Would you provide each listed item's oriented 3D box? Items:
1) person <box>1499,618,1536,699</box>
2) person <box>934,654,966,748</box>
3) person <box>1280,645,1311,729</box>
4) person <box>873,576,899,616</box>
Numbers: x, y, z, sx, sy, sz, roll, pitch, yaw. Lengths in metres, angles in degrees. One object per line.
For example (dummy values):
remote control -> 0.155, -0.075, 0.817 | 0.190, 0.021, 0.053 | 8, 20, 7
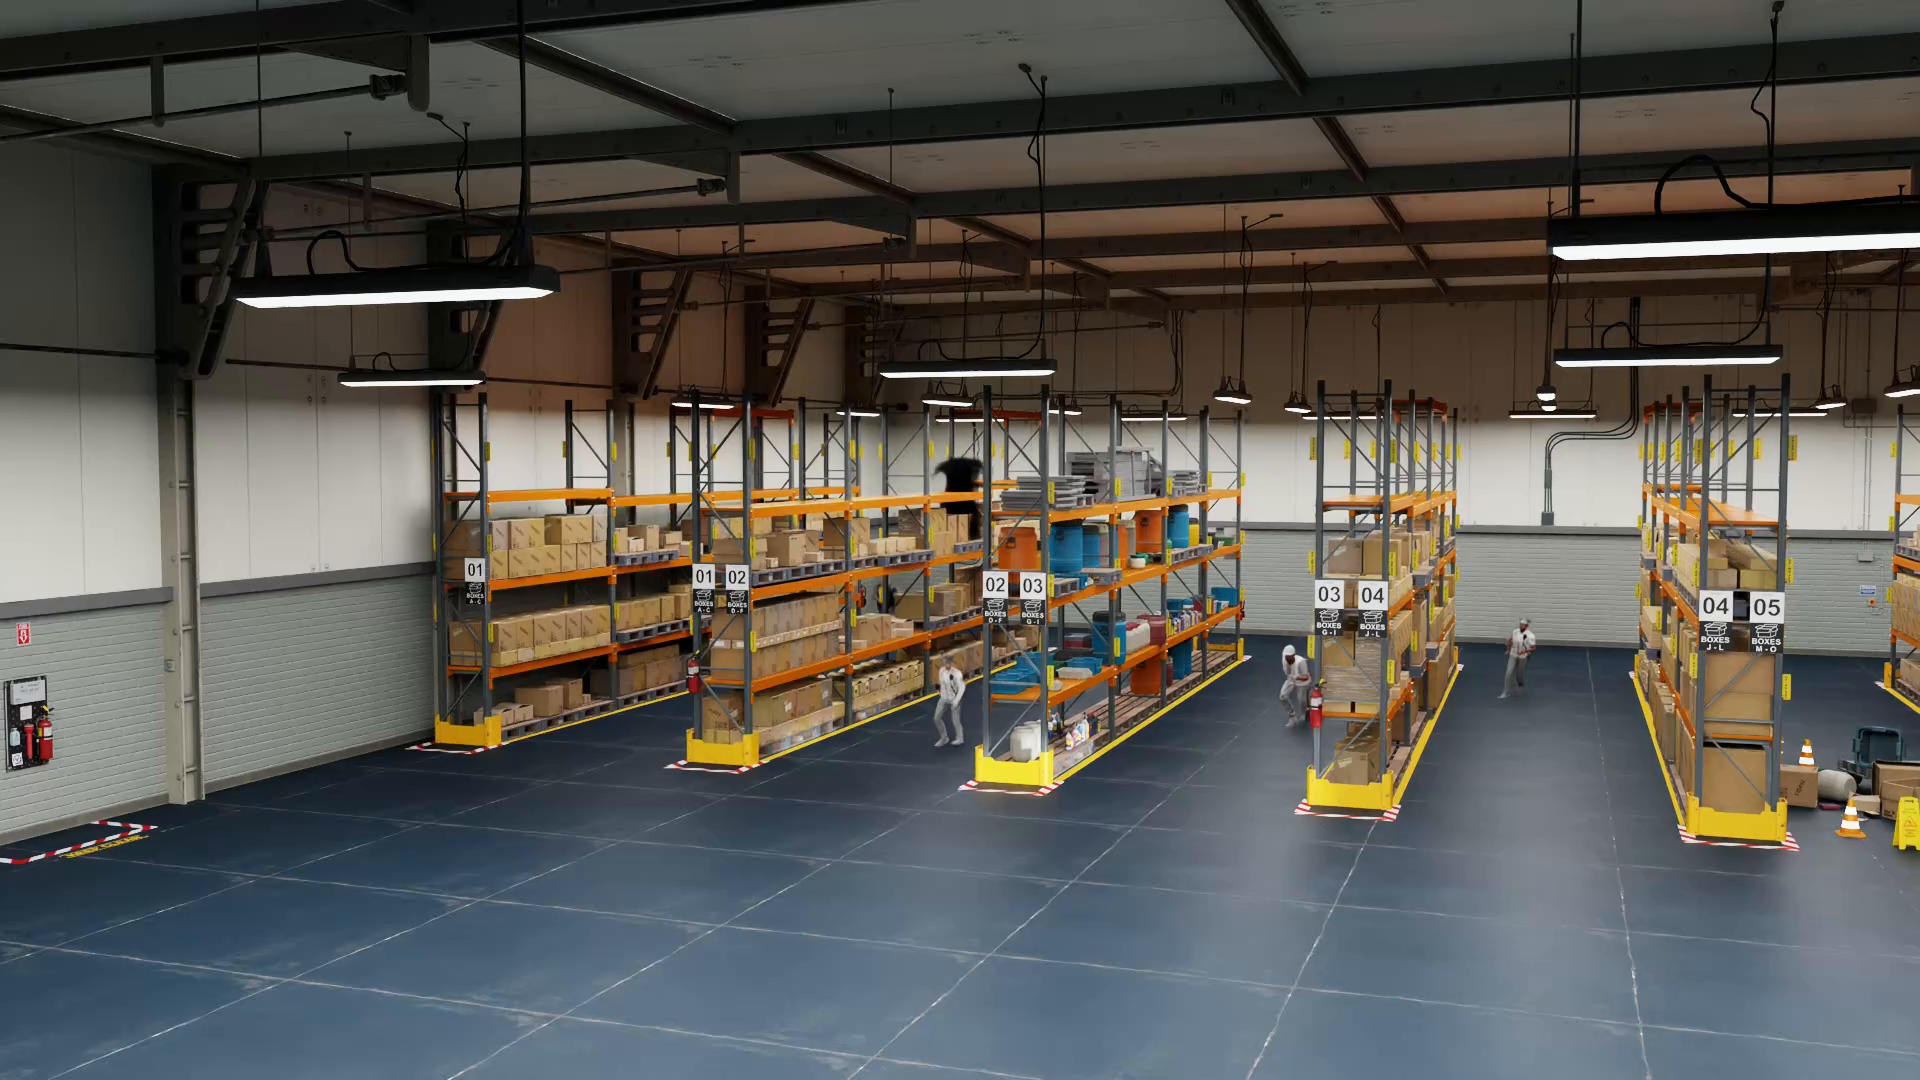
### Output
person -> 11.357, 2.382, 33.678 | 0.618, 1.641, 0.884 | 2, 4, 35
person -> -0.124, 2.711, 28.093 | 0.593, 1.620, 0.713 | 2, 3, 29
person -> 6.119, 2.627, 30.168 | 0.679, 1.525, 1.157 | 2, 4, 38
person -> -1.891, 1.781, 42.042 | 0.613, 1.674, 0.813 | 1, 3, 13
